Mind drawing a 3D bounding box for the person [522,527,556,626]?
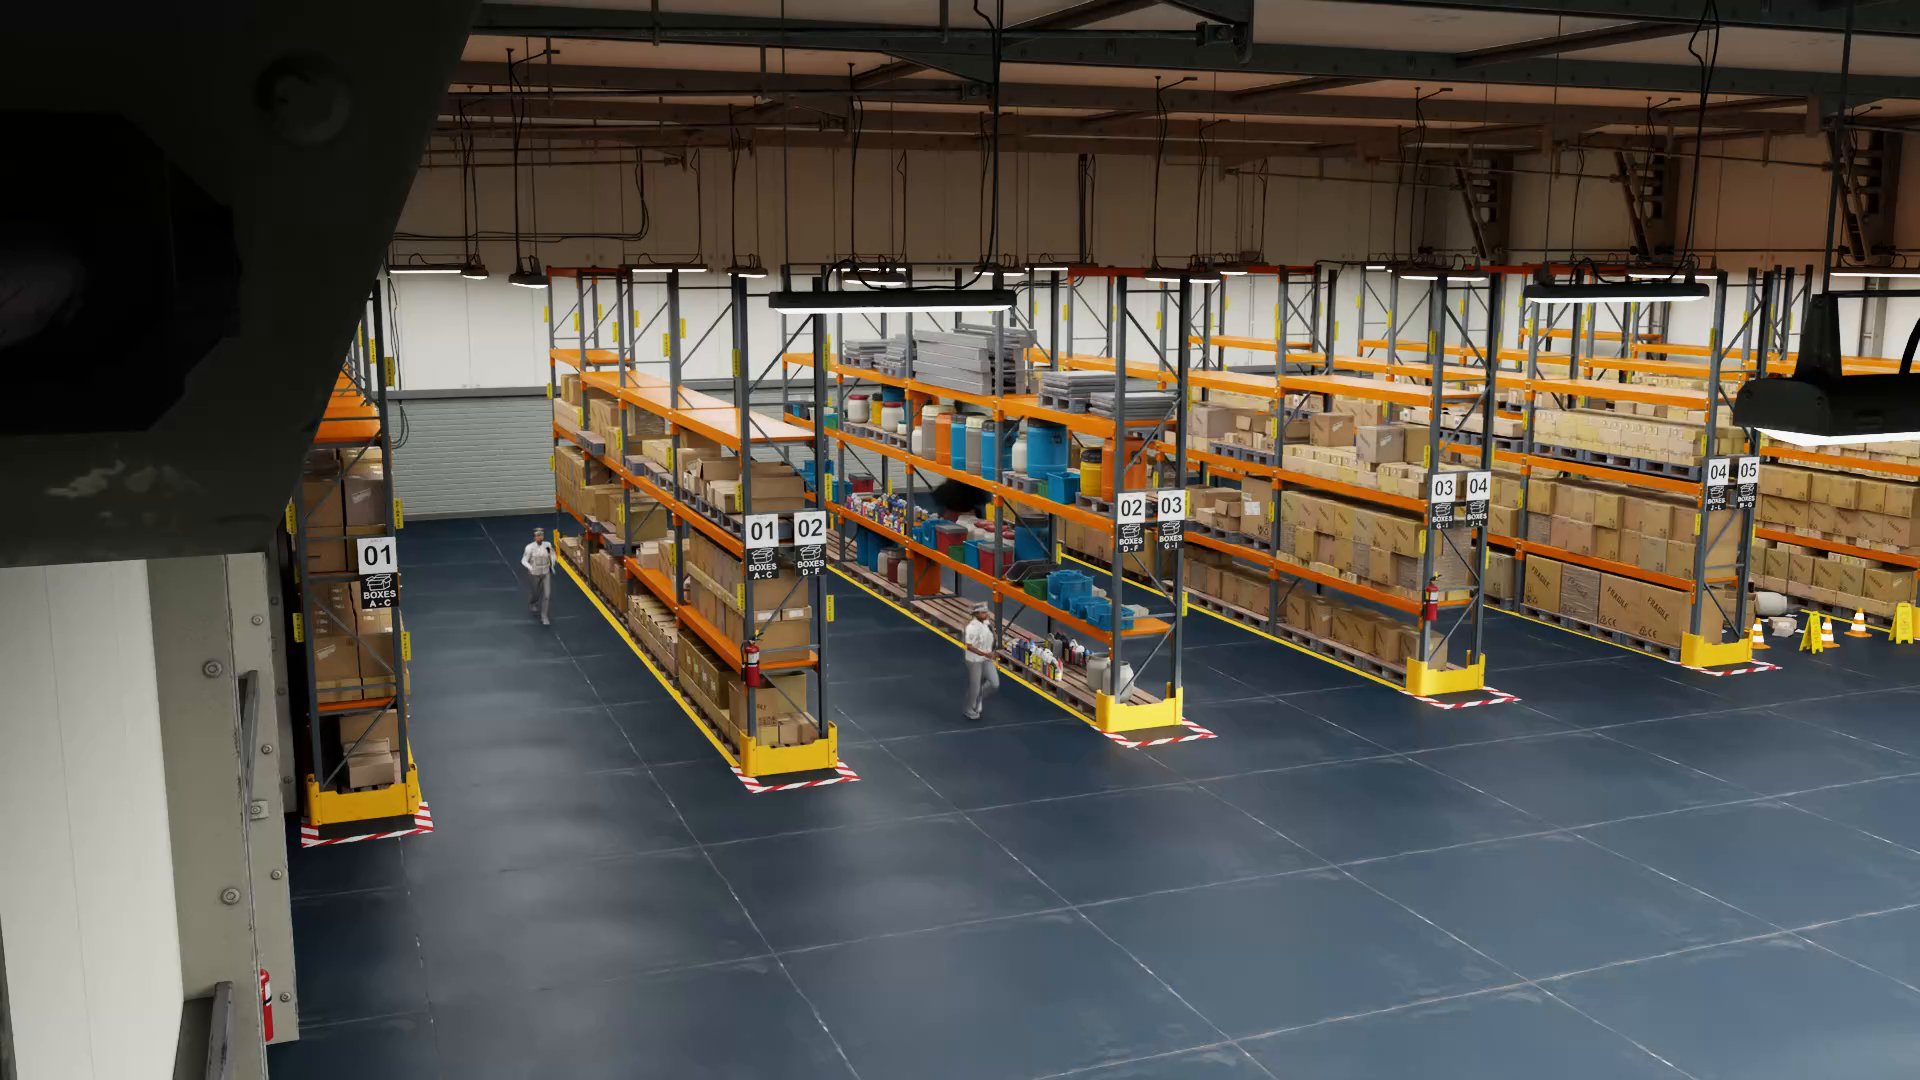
[{"bbox_3d":[-7.214,0.580,28.526,0.602,1.672,0.840,-5,11,-27],"label":"person"}]

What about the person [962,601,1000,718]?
[{"bbox_3d":[0.302,1.625,22.555,0.664,1.648,0.551,9,14,43],"label":"person"}]
